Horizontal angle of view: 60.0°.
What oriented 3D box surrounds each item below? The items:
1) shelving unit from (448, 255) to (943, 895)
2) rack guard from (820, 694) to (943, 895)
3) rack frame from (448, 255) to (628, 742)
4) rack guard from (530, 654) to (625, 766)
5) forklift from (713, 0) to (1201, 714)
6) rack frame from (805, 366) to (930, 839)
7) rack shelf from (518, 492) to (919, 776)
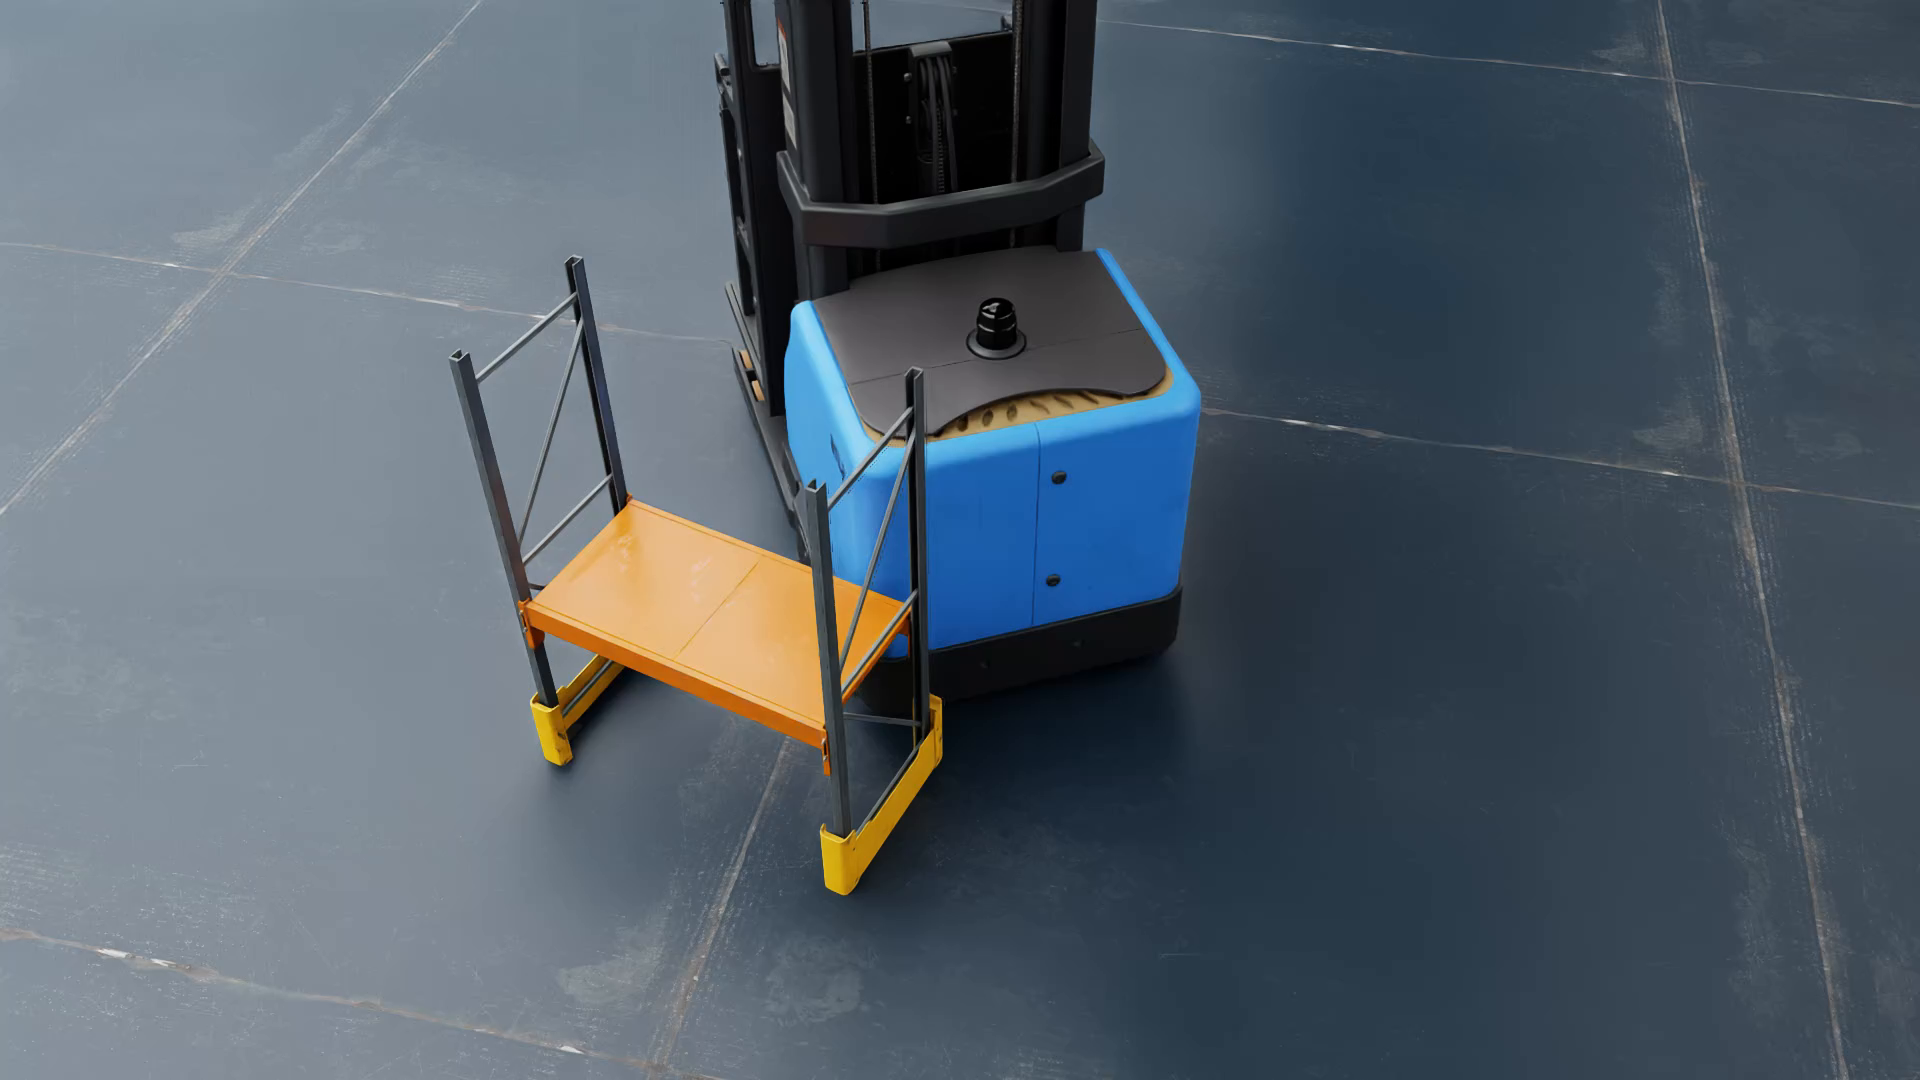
[{"bbox_3d":[-0.659,0.116,4.548,1.083,1.500,0.587,20,47,20],"label":"shelving unit"},{"bbox_3d":[-0.219,0.727,4.815,0.087,0.250,0.587,20,47,20],"label":"rack guard"},{"bbox_3d":[-1.117,-0.051,4.722,0.032,1.500,0.500,20,47,20],"label":"rack frame"},{"bbox_3d":[-1.100,0.405,5.149,0.087,0.250,0.587,20,47,20],"label":"rack guard"},{"bbox_3d":[-0.227,-1.563,5.260,1.130,2.935,3.031,-12,45,-12],"label":"forklift"},{"bbox_3d":[-0.217,0.277,4.381,0.032,1.500,0.500,20,47,20],"label":"rack frame"},{"bbox_3d":[-0.667,0.242,4.676,1.000,0.185,0.538,20,47,20],"label":"rack shelf"}]
